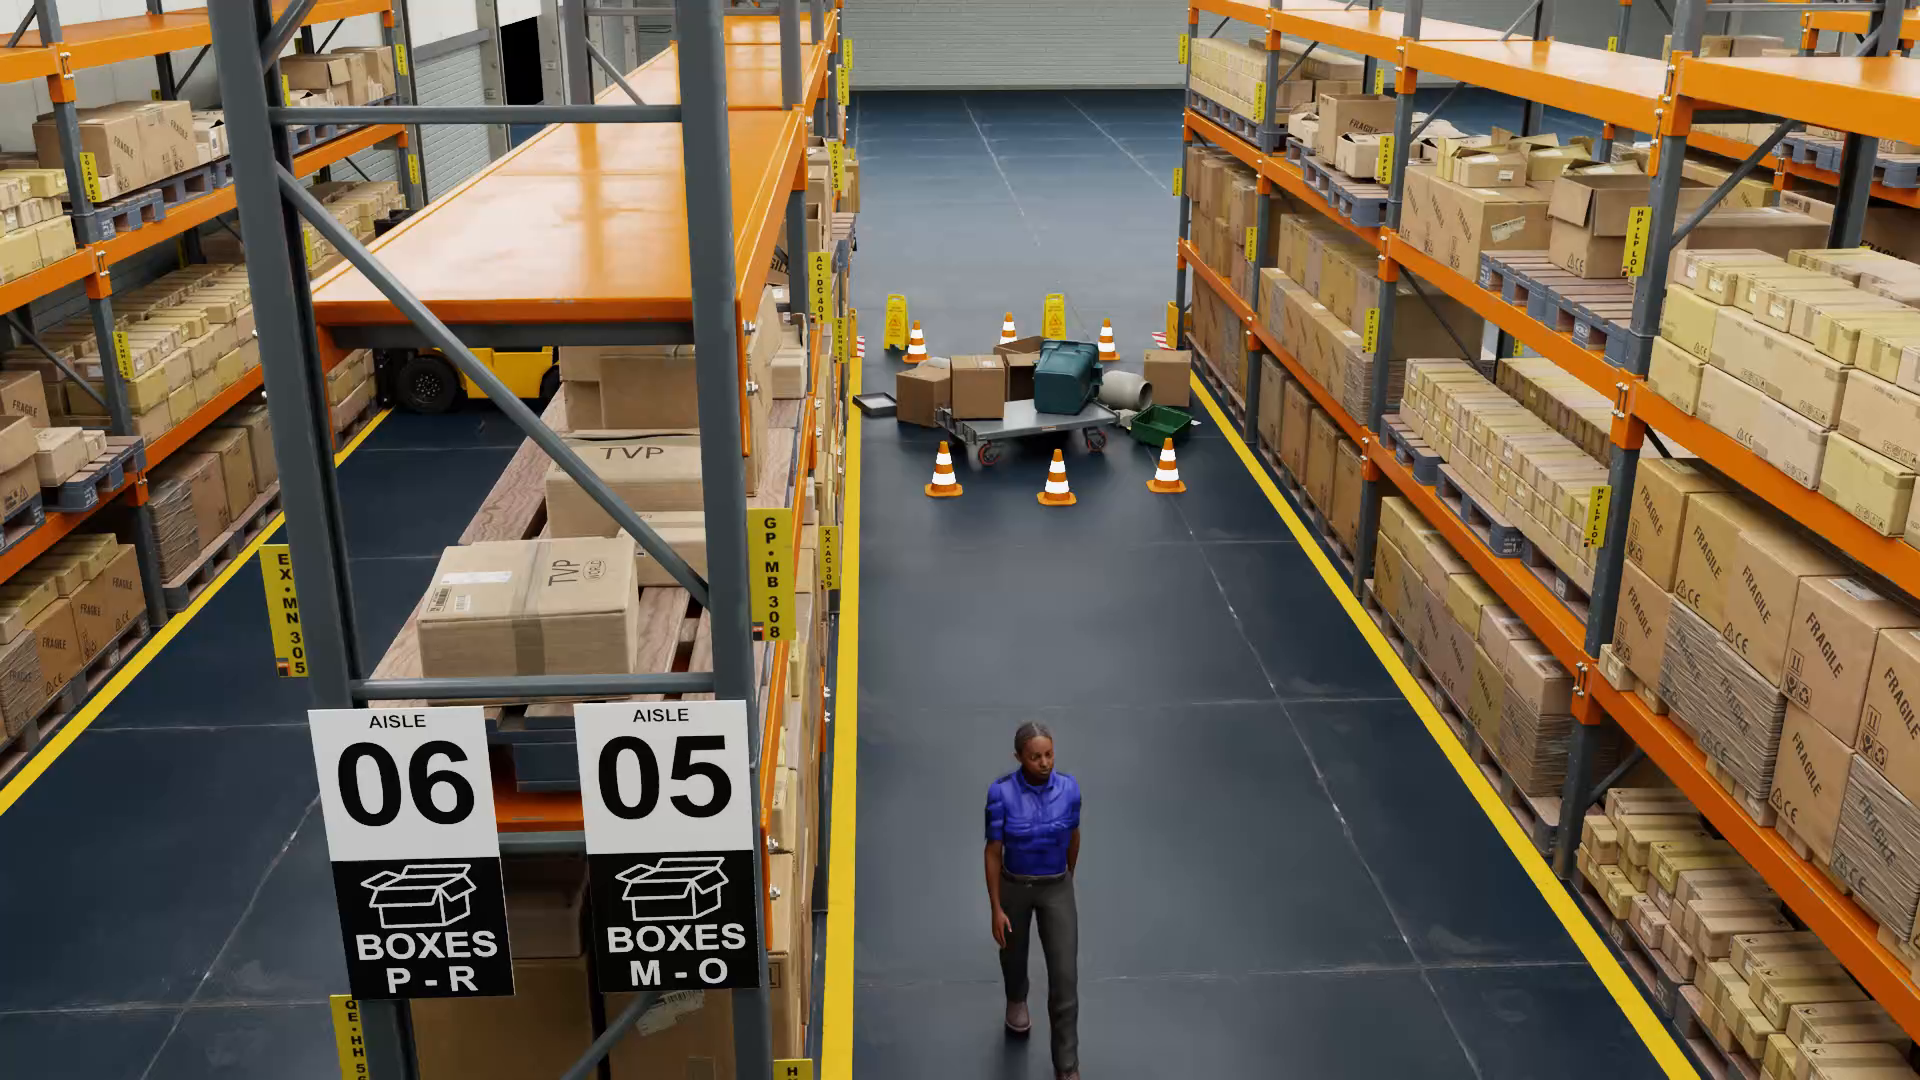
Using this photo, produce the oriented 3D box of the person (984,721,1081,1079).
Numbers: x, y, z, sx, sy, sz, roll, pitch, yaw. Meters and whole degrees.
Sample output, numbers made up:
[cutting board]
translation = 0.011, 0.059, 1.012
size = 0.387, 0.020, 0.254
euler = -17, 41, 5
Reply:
[person]
translation = 0.327, 1.593, 7.303
size = 0.443, 1.630, 0.865
euler = -1, 21, -3
